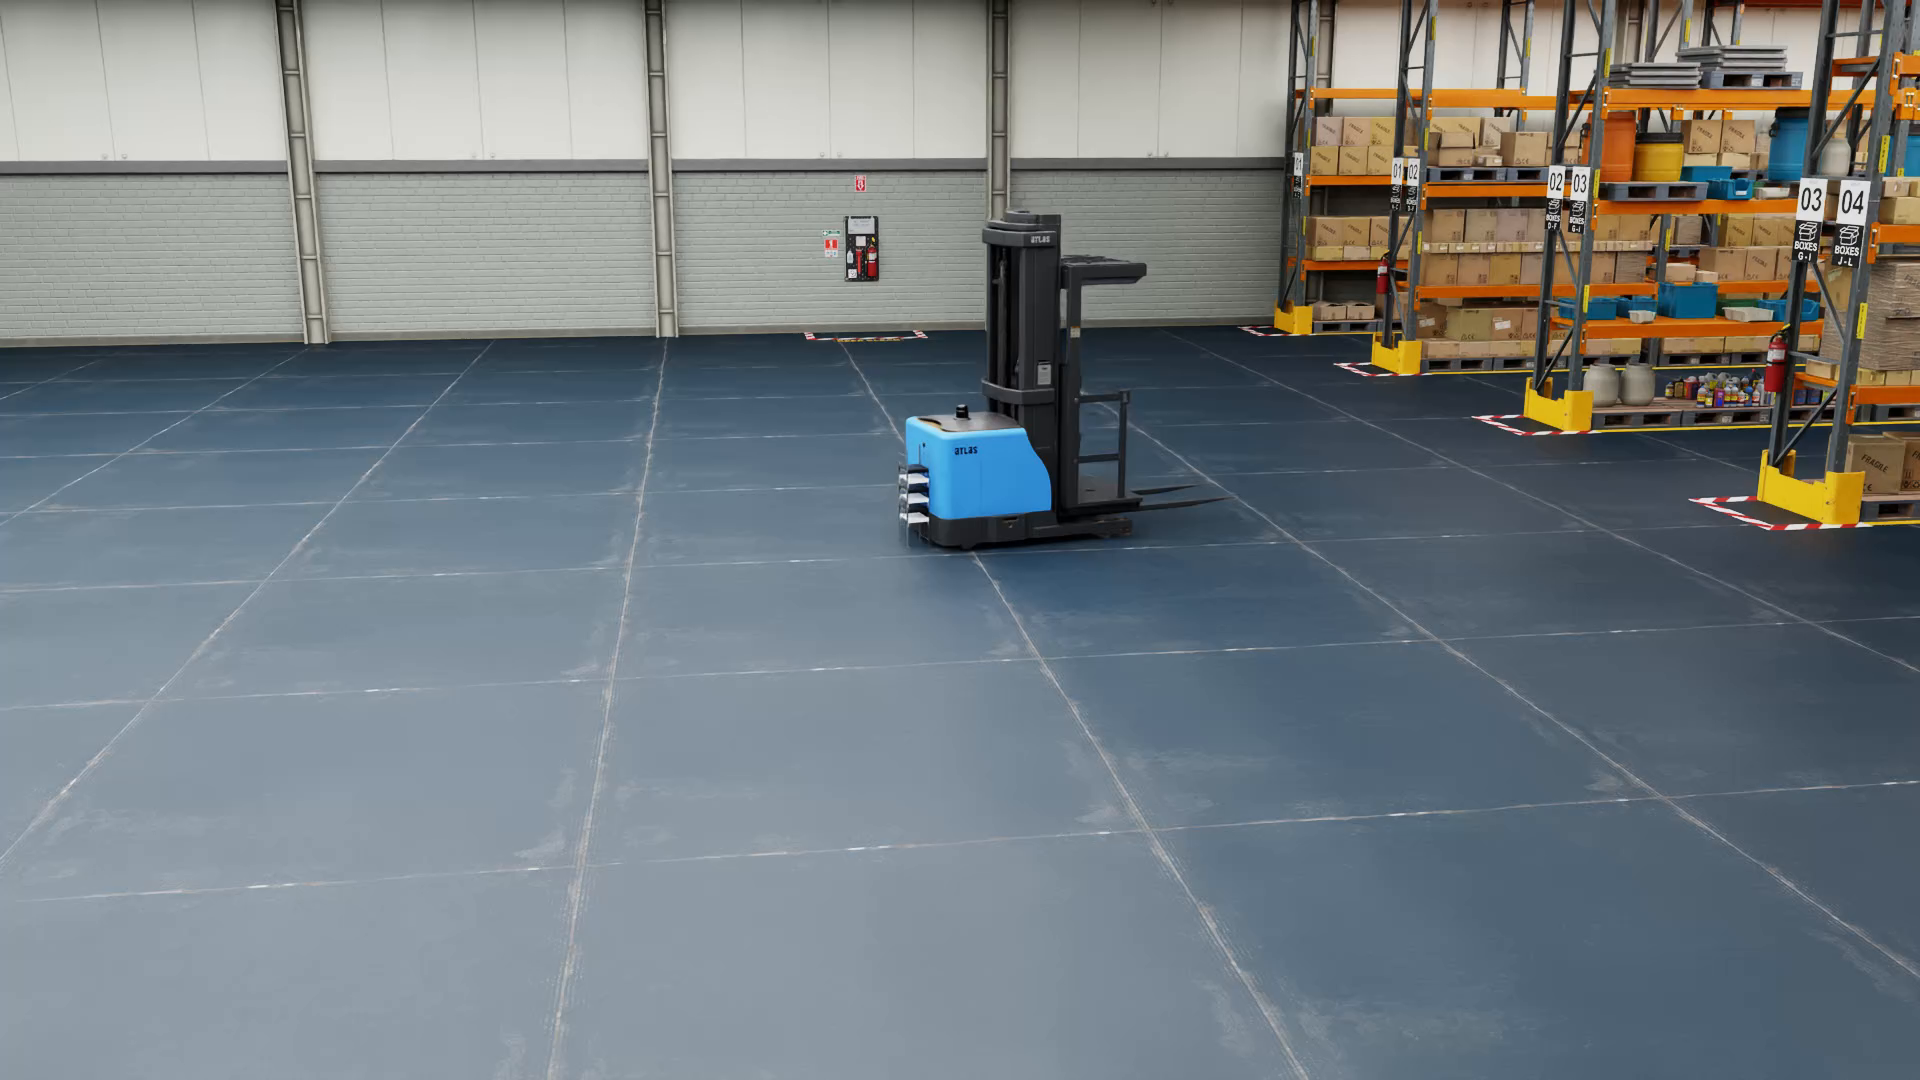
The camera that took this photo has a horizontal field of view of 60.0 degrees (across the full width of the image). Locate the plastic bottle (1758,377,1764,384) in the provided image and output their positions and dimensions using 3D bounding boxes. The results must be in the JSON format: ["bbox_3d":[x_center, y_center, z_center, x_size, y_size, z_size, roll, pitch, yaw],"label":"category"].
[{"bbox_3d":[10.502,-2.003,21.776,0.097,0.271,0.097,0,14,0],"label":"plastic bottle"}]

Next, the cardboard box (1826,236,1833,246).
[{"bbox_3d":[16.502,-5.838,31.504,0.500,0.500,0.500,-2,14,-8],"label":"cardboard box"}]

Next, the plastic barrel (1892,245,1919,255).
[{"bbox_3d":[11.914,-3.261,21.057,0.708,0.901,0.600,-2,14,-8],"label":"plastic barrel"}]

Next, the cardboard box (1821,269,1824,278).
[{"bbox_3d":[13.860,-4.193,26.318,0.250,0.149,0.380,-2,14,-8],"label":"cardboard box"}]

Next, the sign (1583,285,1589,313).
[{"bbox_3d":[7.609,-2.934,20.213,0.005,0.325,0.100,-2,14,-8],"label":"sign"}]

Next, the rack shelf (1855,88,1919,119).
[{"bbox_3d":[13.465,-5.516,21.049,4.000,0.370,1.077,-2,14,-8],"label":"rack shelf"}]

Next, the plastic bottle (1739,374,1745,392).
[{"bbox_3d":[10.271,-2.041,21.900,0.133,0.283,0.061,-1,14,-6],"label":"plastic bottle"}]

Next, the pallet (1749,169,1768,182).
[{"bbox_3d":[12.945,-5.690,25.992,1.213,0.211,1.003,-1,14,-6],"label":"pallet"}]

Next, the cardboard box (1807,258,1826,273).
[{"bbox_3d":[13.795,-4.385,26.750,0.500,0.311,0.500,-2,14,-9],"label":"cardboard box"}]

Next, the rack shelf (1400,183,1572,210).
[{"bbox_3d":[8.775,-5.302,25.538,4.000,0.370,1.077,-2,14,-8],"label":"rack shelf"}]

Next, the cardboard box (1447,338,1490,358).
[{"bbox_3d":[7.855,-2.979,25.750,0.500,0.250,0.500,-2,14,-8],"label":"cardboard box"}]

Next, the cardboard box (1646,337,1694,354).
[{"bbox_3d":[11.189,-3.094,26.209,0.500,0.250,0.500,-2,14,-10],"label":"cardboard box"}]

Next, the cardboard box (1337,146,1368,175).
[{"bbox_3d":[6.960,-6.791,29.750,0.500,0.500,0.500,-1,14,-5],"label":"cardboard box"}]

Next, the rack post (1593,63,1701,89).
[{"bbox_3d":[8.298,-5.596,20.093,0.954,0.300,0.937,-1,14,-2],"label":"rack post"}]

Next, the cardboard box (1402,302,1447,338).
[{"bbox_3d":[7.284,-3.448,26.082,0.500,0.500,0.500,-2,14,-8],"label":"cardboard box"}]

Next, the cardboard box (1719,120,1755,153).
[{"bbox_3d":[11.928,-6.257,25.771,0.500,0.500,0.500,-1,14,-3],"label":"cardboard box"}]

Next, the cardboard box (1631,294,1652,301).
[{"bbox_3d":[12.736,-4.577,31.567,0.500,0.500,0.700,-2,14,-8],"label":"cardboard box"}]

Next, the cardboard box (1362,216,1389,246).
[{"bbox_3d":[7.575,-5.594,30.113,0.500,0.500,0.500,-3,14,-10],"label":"cardboard box"}]

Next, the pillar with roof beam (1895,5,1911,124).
[{"bbox_3d":[19.127,-7.858,28.083,0.400,9.000,9.100,-2,14,-8],"label":"pillar with roof beam"}]

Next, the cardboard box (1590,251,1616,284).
[{"bbox_3d":[9.794,-4.279,25.940,0.500,0.500,0.700,-2,14,-9],"label":"cardboard box"}]

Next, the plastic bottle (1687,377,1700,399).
[{"bbox_3d":[9.552,-1.977,21.646,0.133,0.283,0.061,-2,14,-8],"label":"plastic bottle"}]

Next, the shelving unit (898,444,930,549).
[{"bbox_3d":[-0.417,-0.392,14.964,0.210,0.900,0.258,-6,15,-21],"label":"shelving unit"}]

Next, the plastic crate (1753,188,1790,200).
[{"bbox_3d":[9.960,-4.249,20.401,0.396,0.136,0.243,-2,14,-8],"label":"plastic crate"}]

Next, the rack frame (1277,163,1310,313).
[{"bbox_3d":[6.056,-5.315,30.277,0.127,3.000,1.000,-2,14,-8],"label":"rack frame"}]

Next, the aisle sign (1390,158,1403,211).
[{"bbox_3d":[6.689,-5.453,25.483,0.004,0.787,0.394,-2,14,-8],"label":"aisle sign"}]

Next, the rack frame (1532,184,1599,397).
[{"bbox_3d":[7.532,-2.932,20.775,0.127,3.000,1.000,-2,14,-8],"label":"rack frame"}]

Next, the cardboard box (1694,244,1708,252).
[{"bbox_3d":[14.250,-5.566,31.754,0.250,0.149,0.380,-2,14,-7],"label":"cardboard box"}]

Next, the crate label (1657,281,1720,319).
[{"bbox_3d":[9.312,-3.081,21.296,0.616,0.435,0.502,-2,14,-8],"label":"crate label"}]

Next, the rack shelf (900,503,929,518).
[{"bbox_3d":[-0.417,-0.273,14.994,0.200,0.077,0.258,-6,15,-21],"label":"rack shelf"}]

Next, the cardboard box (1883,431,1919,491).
[{"bbox_3d":[9.476,-0.780,16.471,0.500,0.500,0.500,2,14,6],"label":"cardboard box"}]

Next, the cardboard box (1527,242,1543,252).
[{"bbox_3d":[8.738,-4.505,25.507,0.250,0.149,0.380,-2,14,-8],"label":"cardboard box"}]

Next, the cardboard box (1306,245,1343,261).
[{"bbox_3d":[6.586,-5.193,30.059,0.500,0.250,0.500,-3,14,-10],"label":"cardboard box"}]

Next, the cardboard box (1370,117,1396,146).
[{"bbox_3d":[7.482,-7.296,29.708,0.500,0.500,0.500,-2,14,-7],"label":"cardboard box"}]

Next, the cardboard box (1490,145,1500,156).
[{"bbox_3d":[8.447,-5.932,25.604,0.500,0.311,0.500,0,14,-2],"label":"cardboard box"}]

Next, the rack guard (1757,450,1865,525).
[{"bbox_3d":[8.345,-0.531,16.340,0.348,0.500,1.175,-2,14,-8],"label":"rack guard"}]

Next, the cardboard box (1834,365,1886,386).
[{"bbox_3d":[8.587,-1.572,15.868,0.250,0.149,0.380,-2,14,-8],"label":"cardboard box"}]

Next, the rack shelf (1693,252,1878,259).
[{"bbox_3d":[15.944,-5.329,31.810,4.000,0.370,1.077,-2,14,-8],"label":"rack shelf"}]

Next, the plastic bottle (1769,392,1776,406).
[{"bbox_3d":[10.384,-1.894,21.178,0.185,0.351,0.144,-2,14,-9],"label":"plastic bottle"}]

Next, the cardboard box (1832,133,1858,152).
[{"bbox_3d":[16.495,-7.426,31.416,0.500,0.500,0.700,-2,14,-9],"label":"cardboard box"}]

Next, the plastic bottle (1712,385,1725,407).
[{"bbox_3d":[9.598,-1.822,21.030,0.133,0.283,0.061,-2,14,-7],"label":"plastic bottle"}]

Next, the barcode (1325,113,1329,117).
[{"bbox_3d":[6.683,-7.741,30.288,0.075,0.075,0.001,-2,14,-8],"label":"barcode"}]

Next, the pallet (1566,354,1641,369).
[{"bbox_3d":[9.960,-2.897,26.369,1.213,0.211,1.003,-2,14,-8],"label":"pallet"}]

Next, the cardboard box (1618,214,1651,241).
[{"bbox_3d":[10.315,-4.929,25.864,0.500,0.500,0.700,-2,14,-8],"label":"cardboard box"}]

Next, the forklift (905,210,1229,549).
[{"bbox_3d":[1.054,-1.547,15.395,3.031,2.935,1.130,-6,15,-21],"label":"forklift"}]

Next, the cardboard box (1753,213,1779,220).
[{"bbox_3d":[14.985,-6.145,31.188,0.500,0.250,0.500,-2,14,-9],"label":"cardboard box"}]

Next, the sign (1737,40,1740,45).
[{"bbox_3d":[14.057,-8.876,30.061,0.005,0.325,0.100,-2,14,-8],"label":"sign"}]

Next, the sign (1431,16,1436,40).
[{"bbox_3d":[6.874,-7.430,24.131,0.005,0.325,0.100,-2,14,-8],"label":"sign"}]

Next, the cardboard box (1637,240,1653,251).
[{"bbox_3d":[10.516,-4.570,25.769,0.250,0.149,0.380,-2,14,-8],"label":"cardboard box"}]

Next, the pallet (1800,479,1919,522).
[{"bbox_3d":[9.153,-0.412,16.458,1.213,0.211,1.003,-2,14,-8],"label":"pallet"}]
